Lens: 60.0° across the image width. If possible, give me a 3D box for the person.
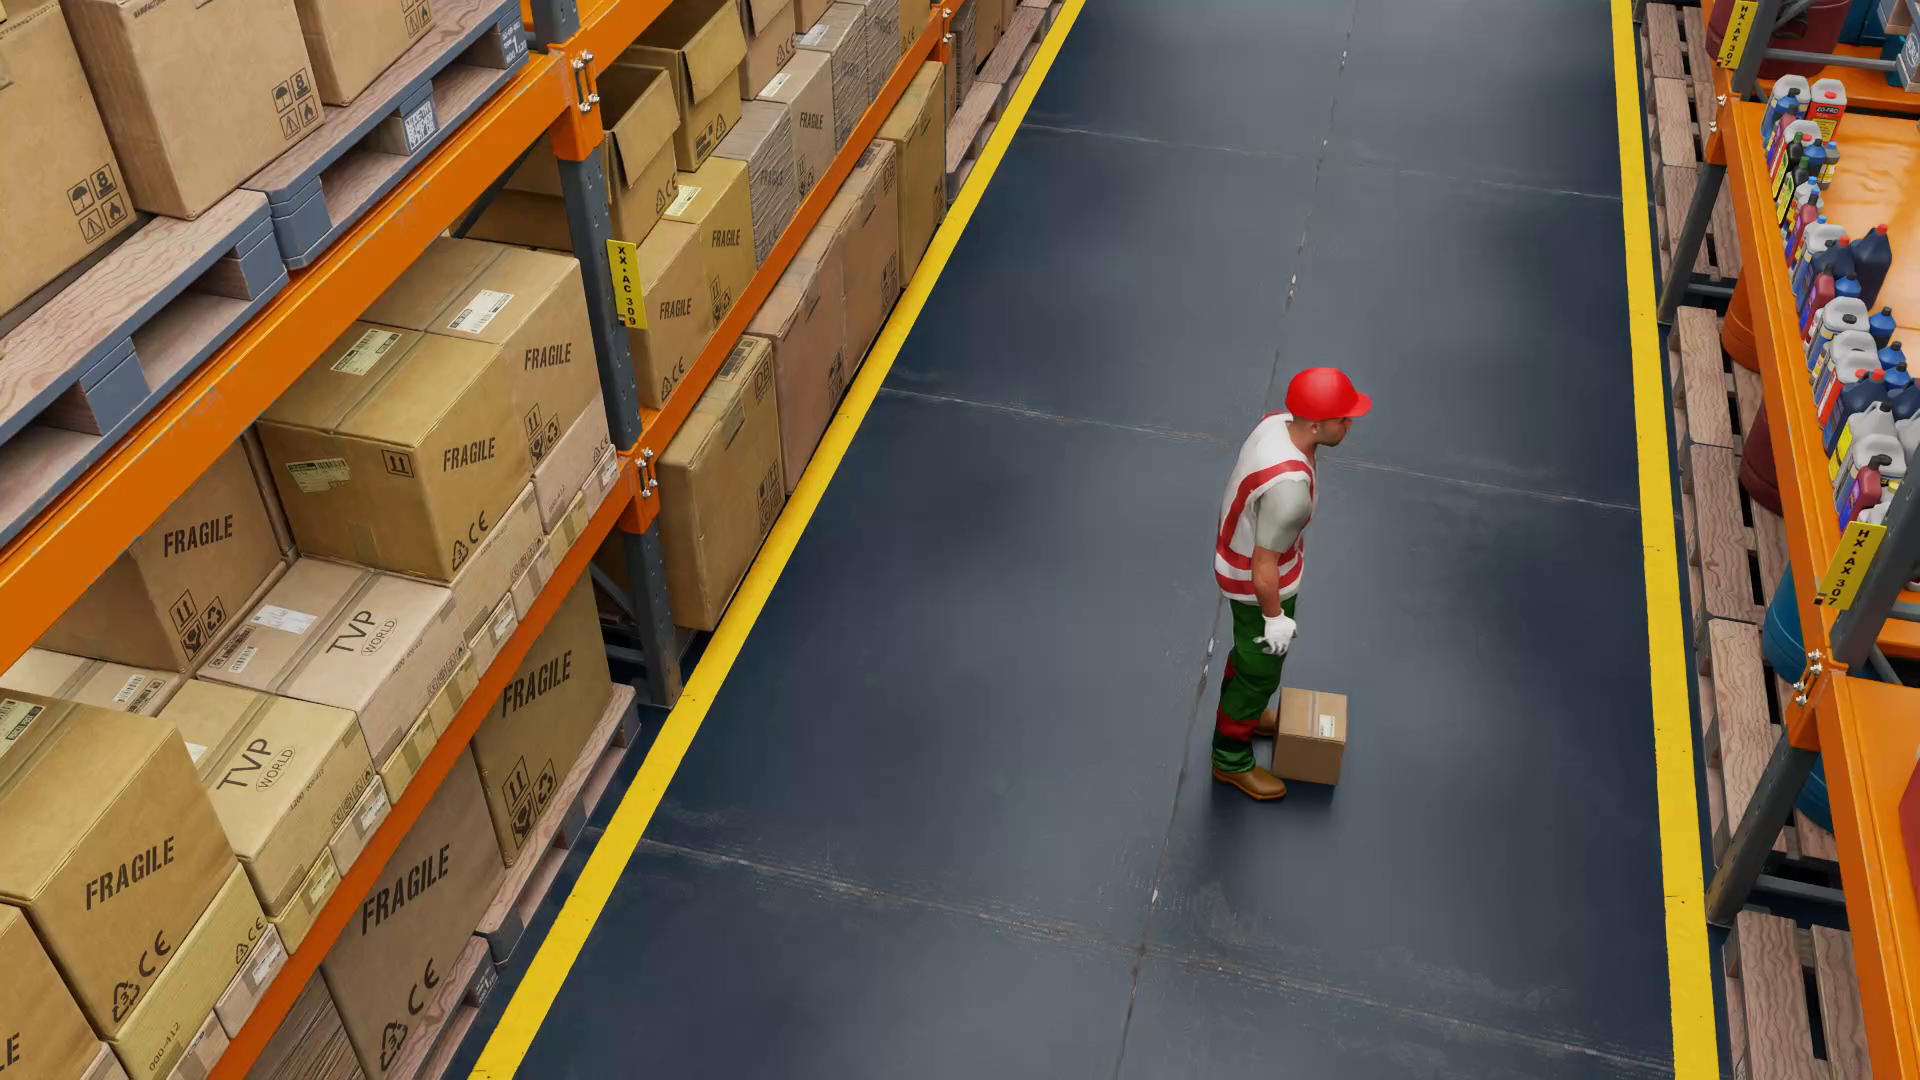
[{"bbox_3d":[1.134,0.130,5.994,0.446,1.780,0.620,8,41,9],"label":"person"}]
